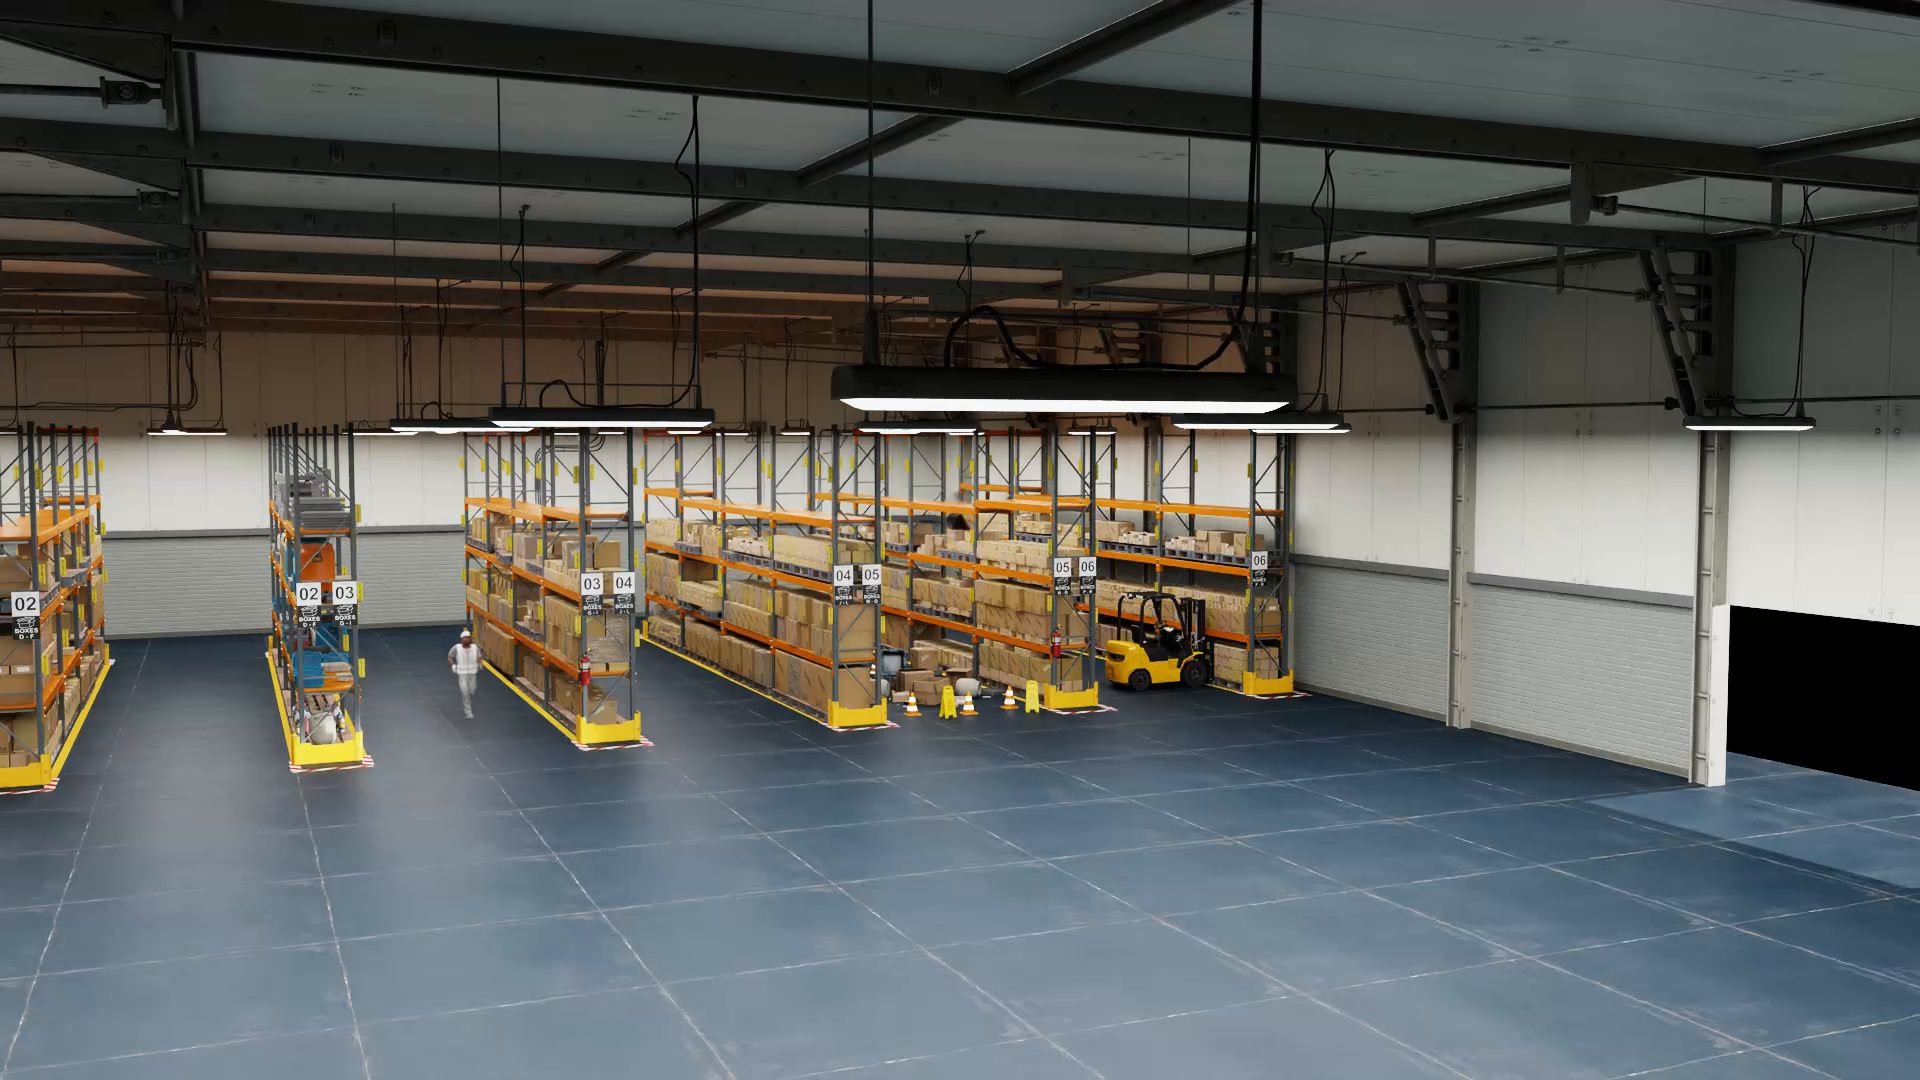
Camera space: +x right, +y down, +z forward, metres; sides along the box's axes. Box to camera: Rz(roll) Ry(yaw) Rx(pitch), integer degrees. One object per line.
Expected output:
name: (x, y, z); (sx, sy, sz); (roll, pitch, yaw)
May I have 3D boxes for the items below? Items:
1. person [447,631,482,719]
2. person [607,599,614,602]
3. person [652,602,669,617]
person: (-10.179, 2.757, 34.259); (0.681, 1.776, 0.879); (-2, 4, -30)
person: (-9.666, 2.109, 46.038); (0.583, 1.616, 0.550); (-1, 4, -22)
person: (-8.850, 1.920, 49.393); (0.501, 1.659, 0.931); (0, 3, 0)
